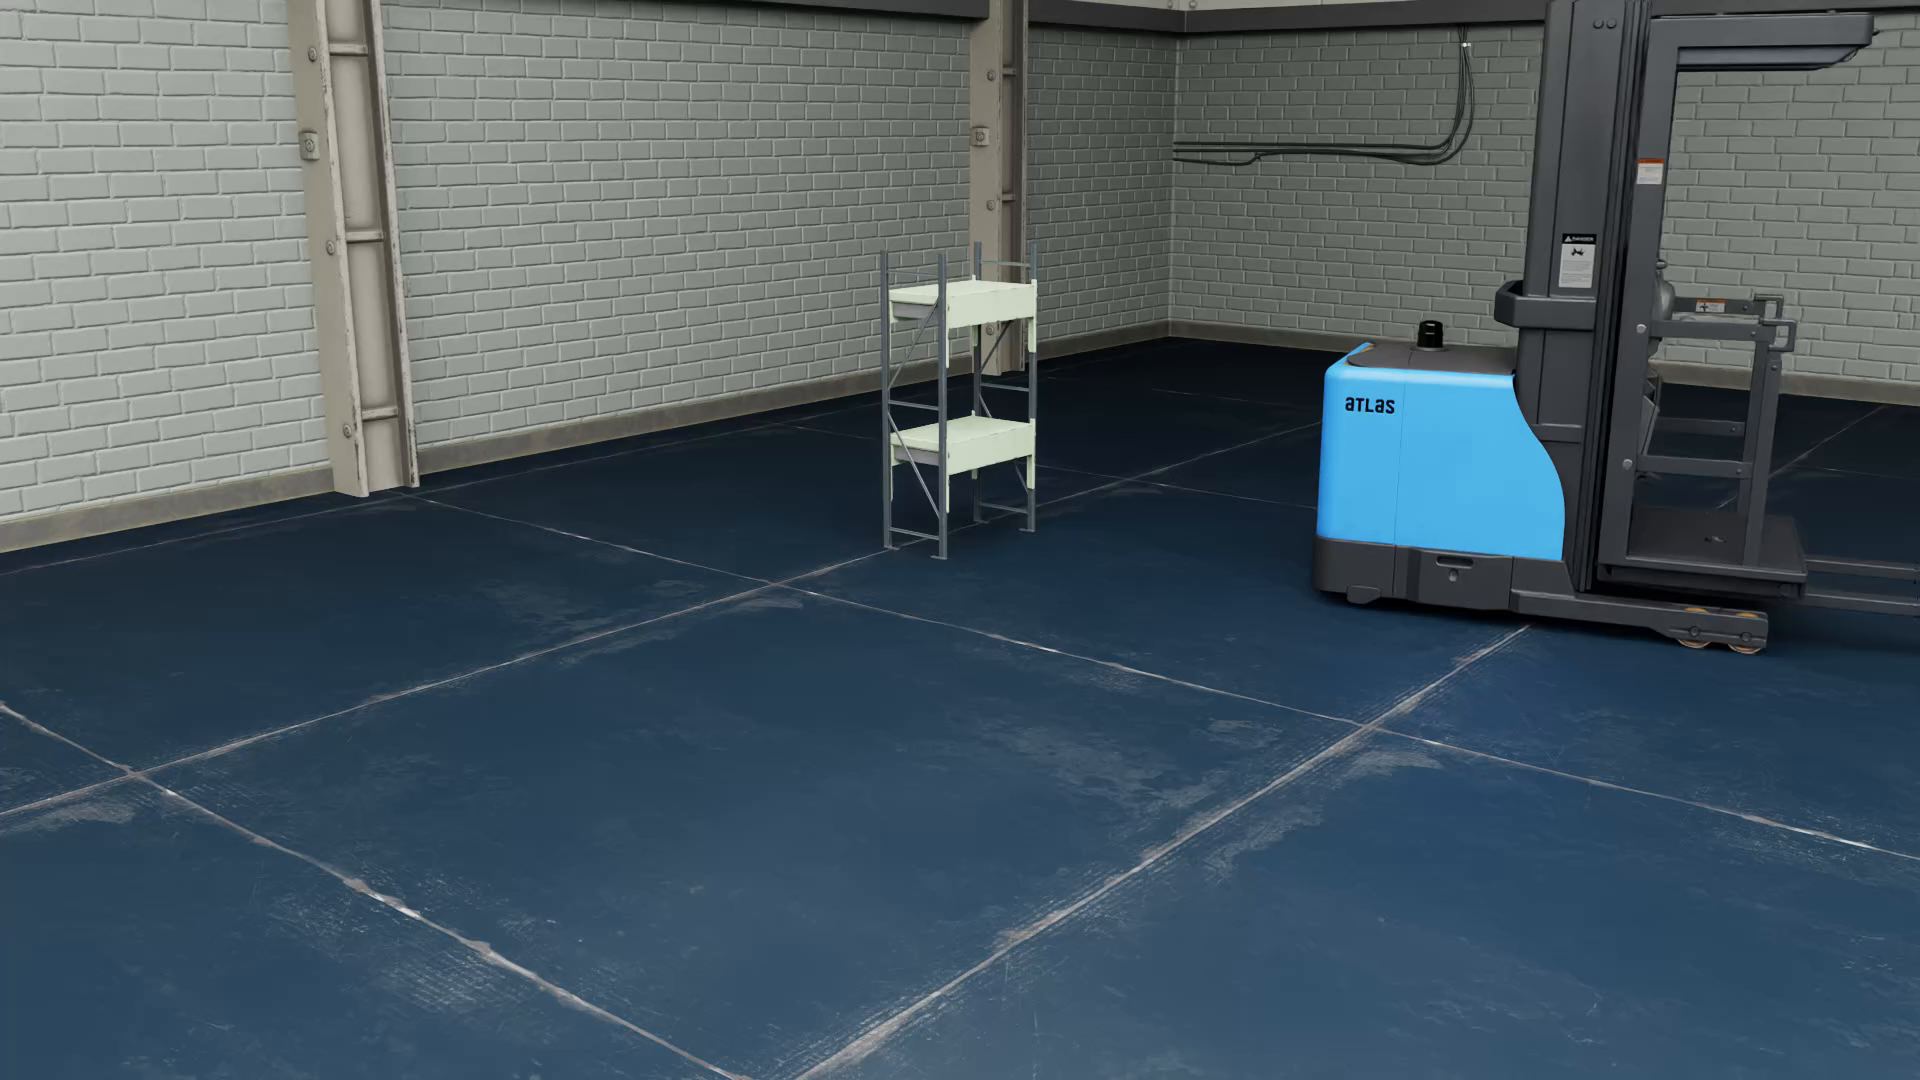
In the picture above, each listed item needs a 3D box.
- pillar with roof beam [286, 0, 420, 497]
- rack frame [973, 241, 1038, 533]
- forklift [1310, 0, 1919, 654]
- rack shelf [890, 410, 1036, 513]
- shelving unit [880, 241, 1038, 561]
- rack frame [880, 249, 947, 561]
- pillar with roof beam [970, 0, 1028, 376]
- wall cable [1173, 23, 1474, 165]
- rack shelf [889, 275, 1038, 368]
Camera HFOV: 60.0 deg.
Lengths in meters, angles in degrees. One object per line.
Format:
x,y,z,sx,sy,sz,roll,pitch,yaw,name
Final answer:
-0.101,-4.002,6.099,9.100,9.000,0.400,11,18,38,pillar with roof beam
0.234,-0.798,8.719,0.400,1.500,0.023,11,18,38,rack frame
3.153,-1.104,7.015,3.031,2.935,1.130,6,15,22,forklift
0.004,-0.412,8.524,0.431,0.370,0.720,11,18,38,rack shelf
0.004,-0.728,8.443,0.431,1.500,0.755,11,18,38,shelving unit
-0.226,-0.658,8.167,0.400,1.500,0.023,11,18,38,rack frame
3.670,-5.151,10.622,9.100,9.000,0.400,11,18,38,pillar with roof beam
3.202,-4.672,15.042,3.097,2.526,0.112,11,18,38,wall cable
0.004,-1.106,8.347,0.431,0.370,0.720,11,18,38,rack shelf
